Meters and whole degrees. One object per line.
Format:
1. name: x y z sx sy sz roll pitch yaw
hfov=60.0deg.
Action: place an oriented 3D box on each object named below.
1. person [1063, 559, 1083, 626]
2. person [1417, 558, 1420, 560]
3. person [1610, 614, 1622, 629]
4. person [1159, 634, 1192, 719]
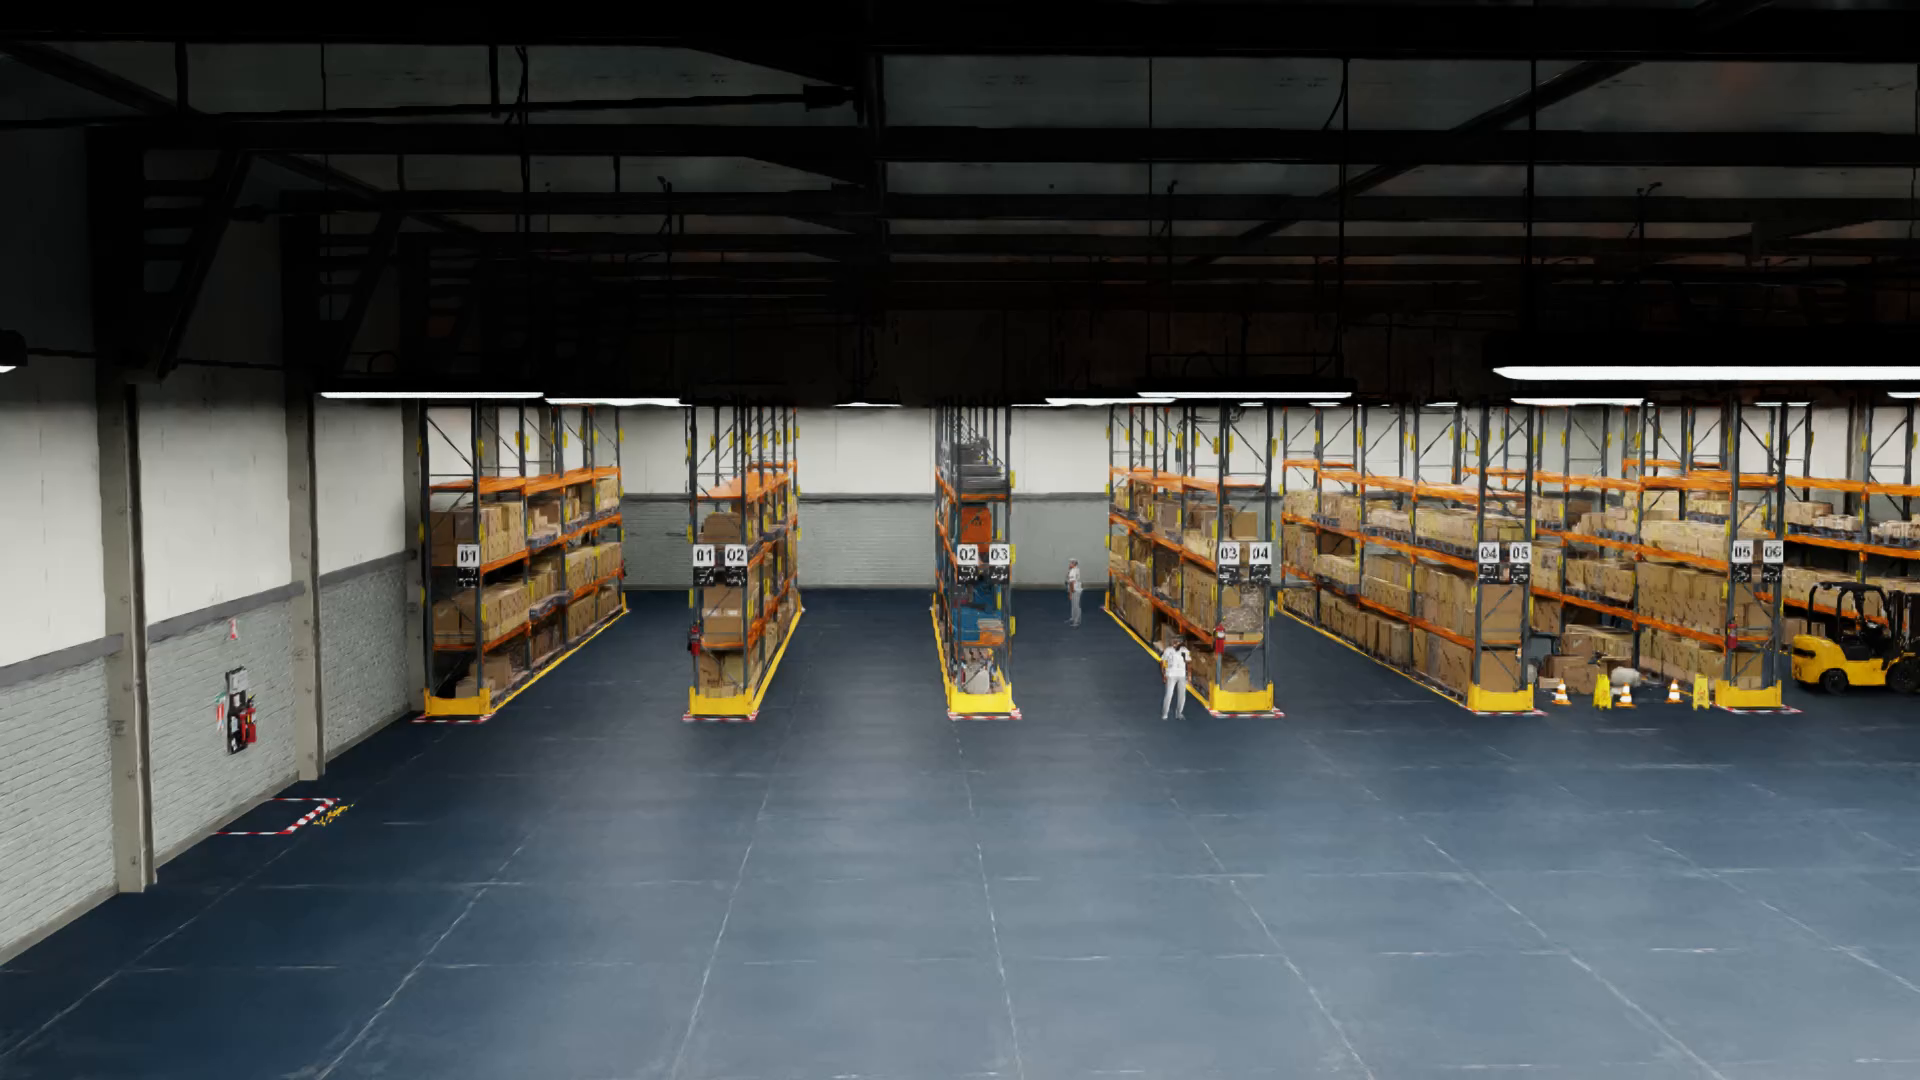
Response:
1. person: 2.988 1.372 44.008 0.558 1.750 0.635 1 5 16
2. person: 12.693 1.295 46.174 0.530 1.575 0.607 0 5 6
3. person: 16.495 1.631 41.702 0.401 1.598 0.465 -3 5 -34
4. person: 3.971 2.506 30.630 0.593 1.629 0.526 0 5 -4
